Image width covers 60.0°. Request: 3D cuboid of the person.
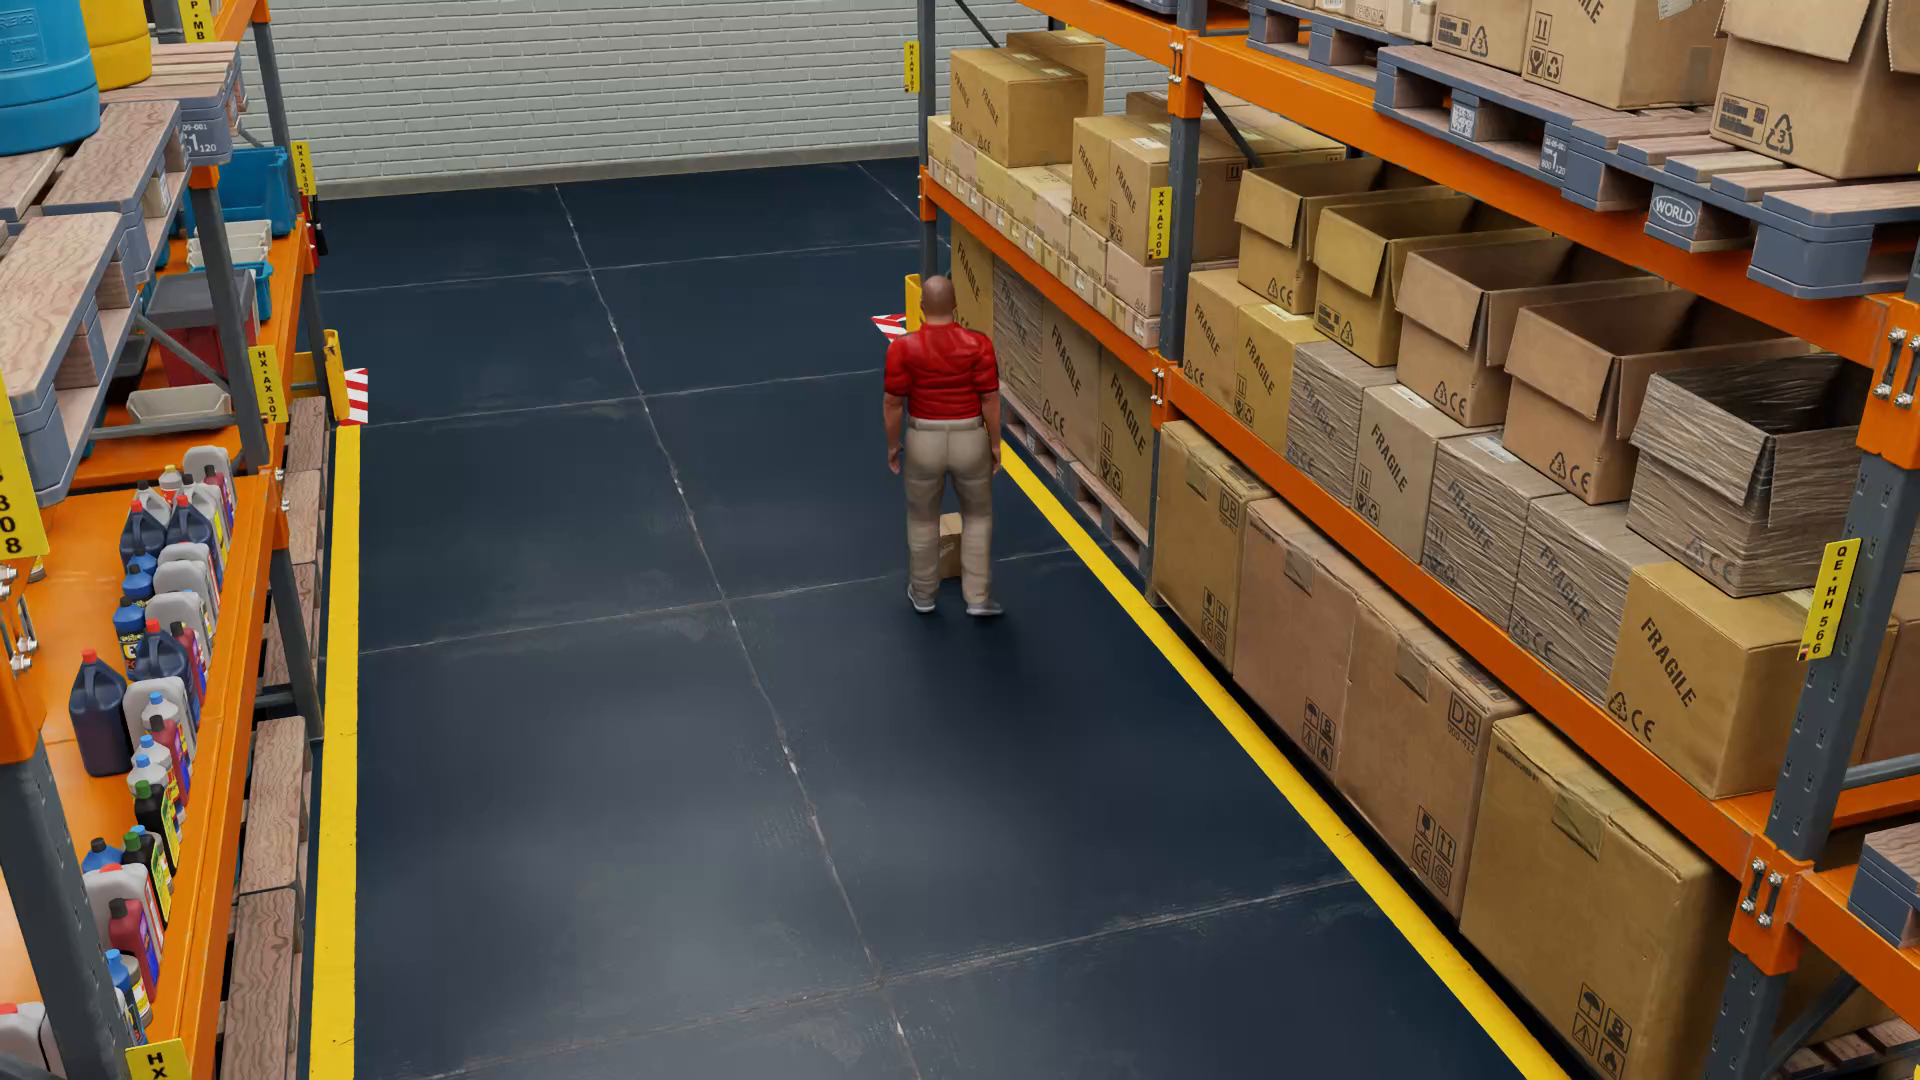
[{"bbox_3d":[-0.078,-0.421,8.025,0.577,1.793,0.448,-1,26,-1],"label":"person"}]
